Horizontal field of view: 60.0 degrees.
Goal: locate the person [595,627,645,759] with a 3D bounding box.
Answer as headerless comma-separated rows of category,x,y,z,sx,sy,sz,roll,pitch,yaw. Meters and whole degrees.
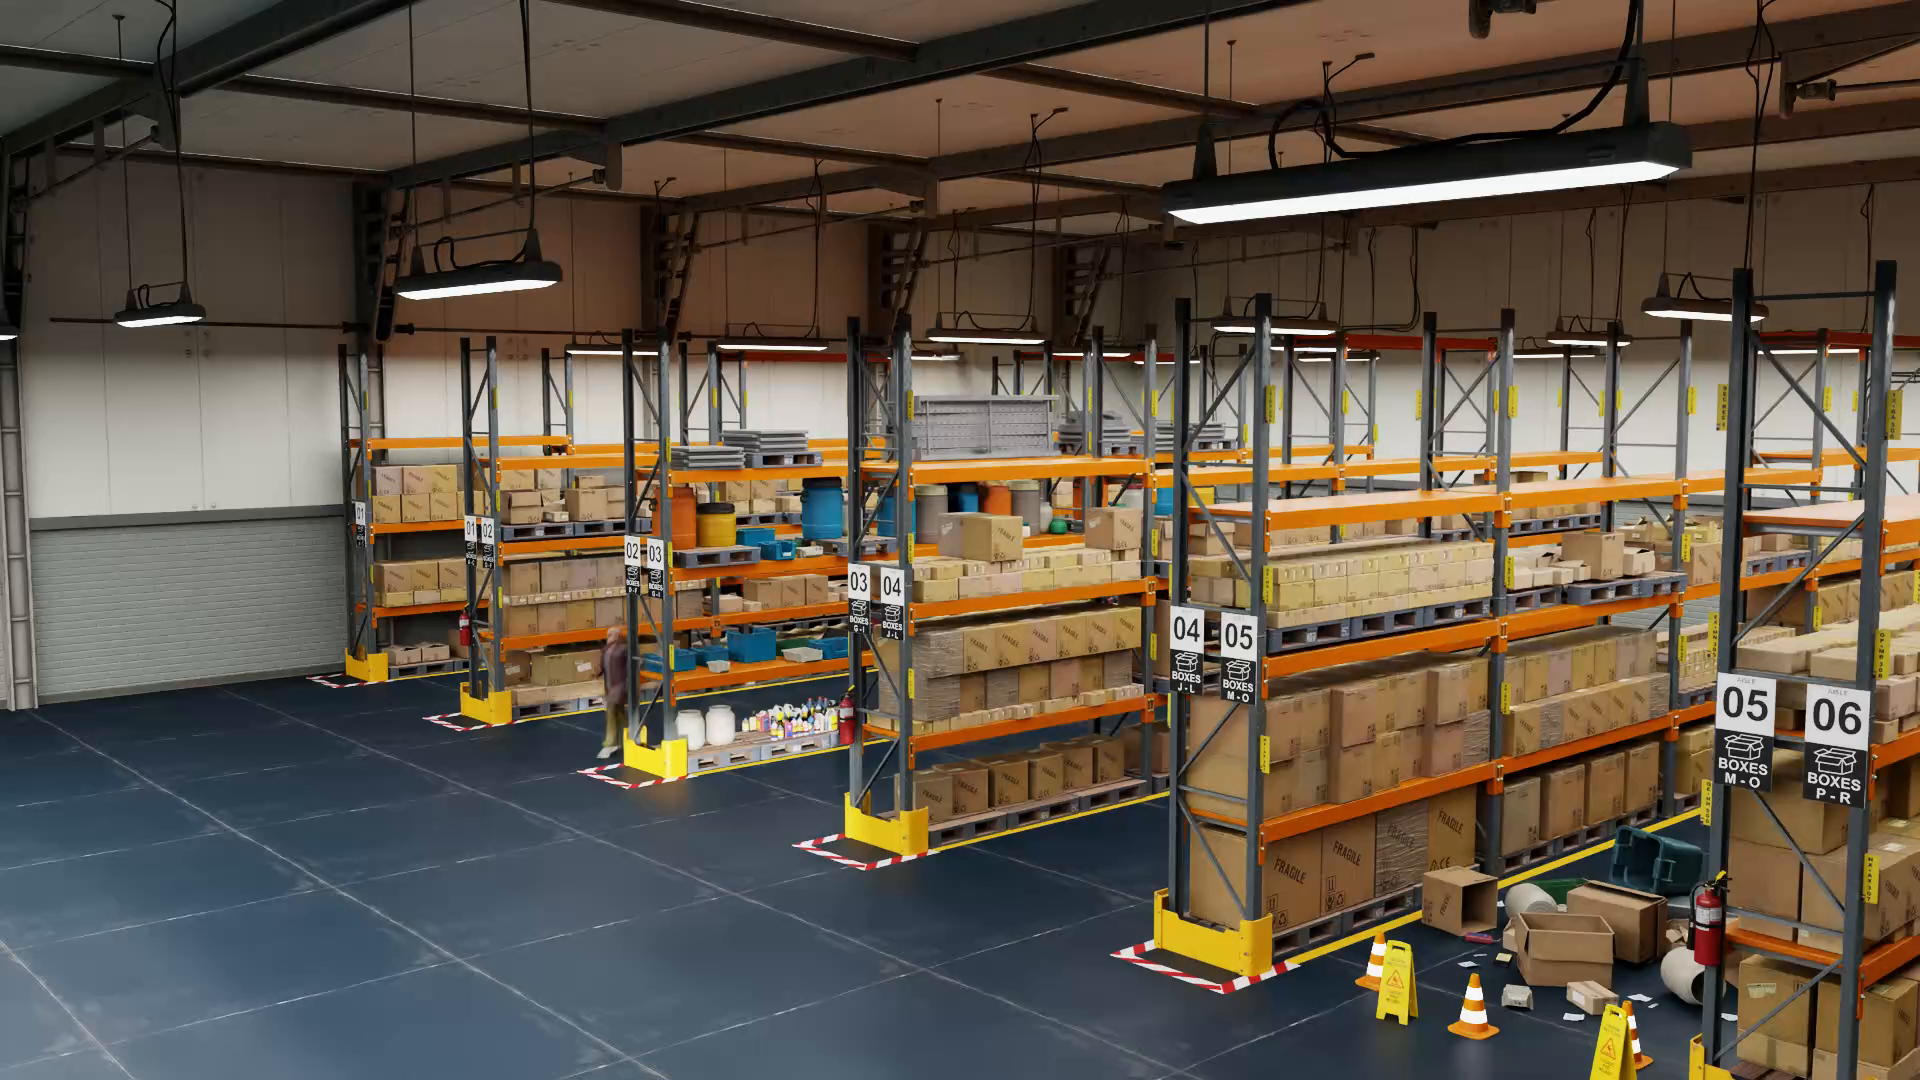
person,-4.875,2.150,23.769,0.756,1.836,0.958,5,7,42

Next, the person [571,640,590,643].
person,-6.619,1.709,29.324,0.536,1.704,0.717,4,6,34
